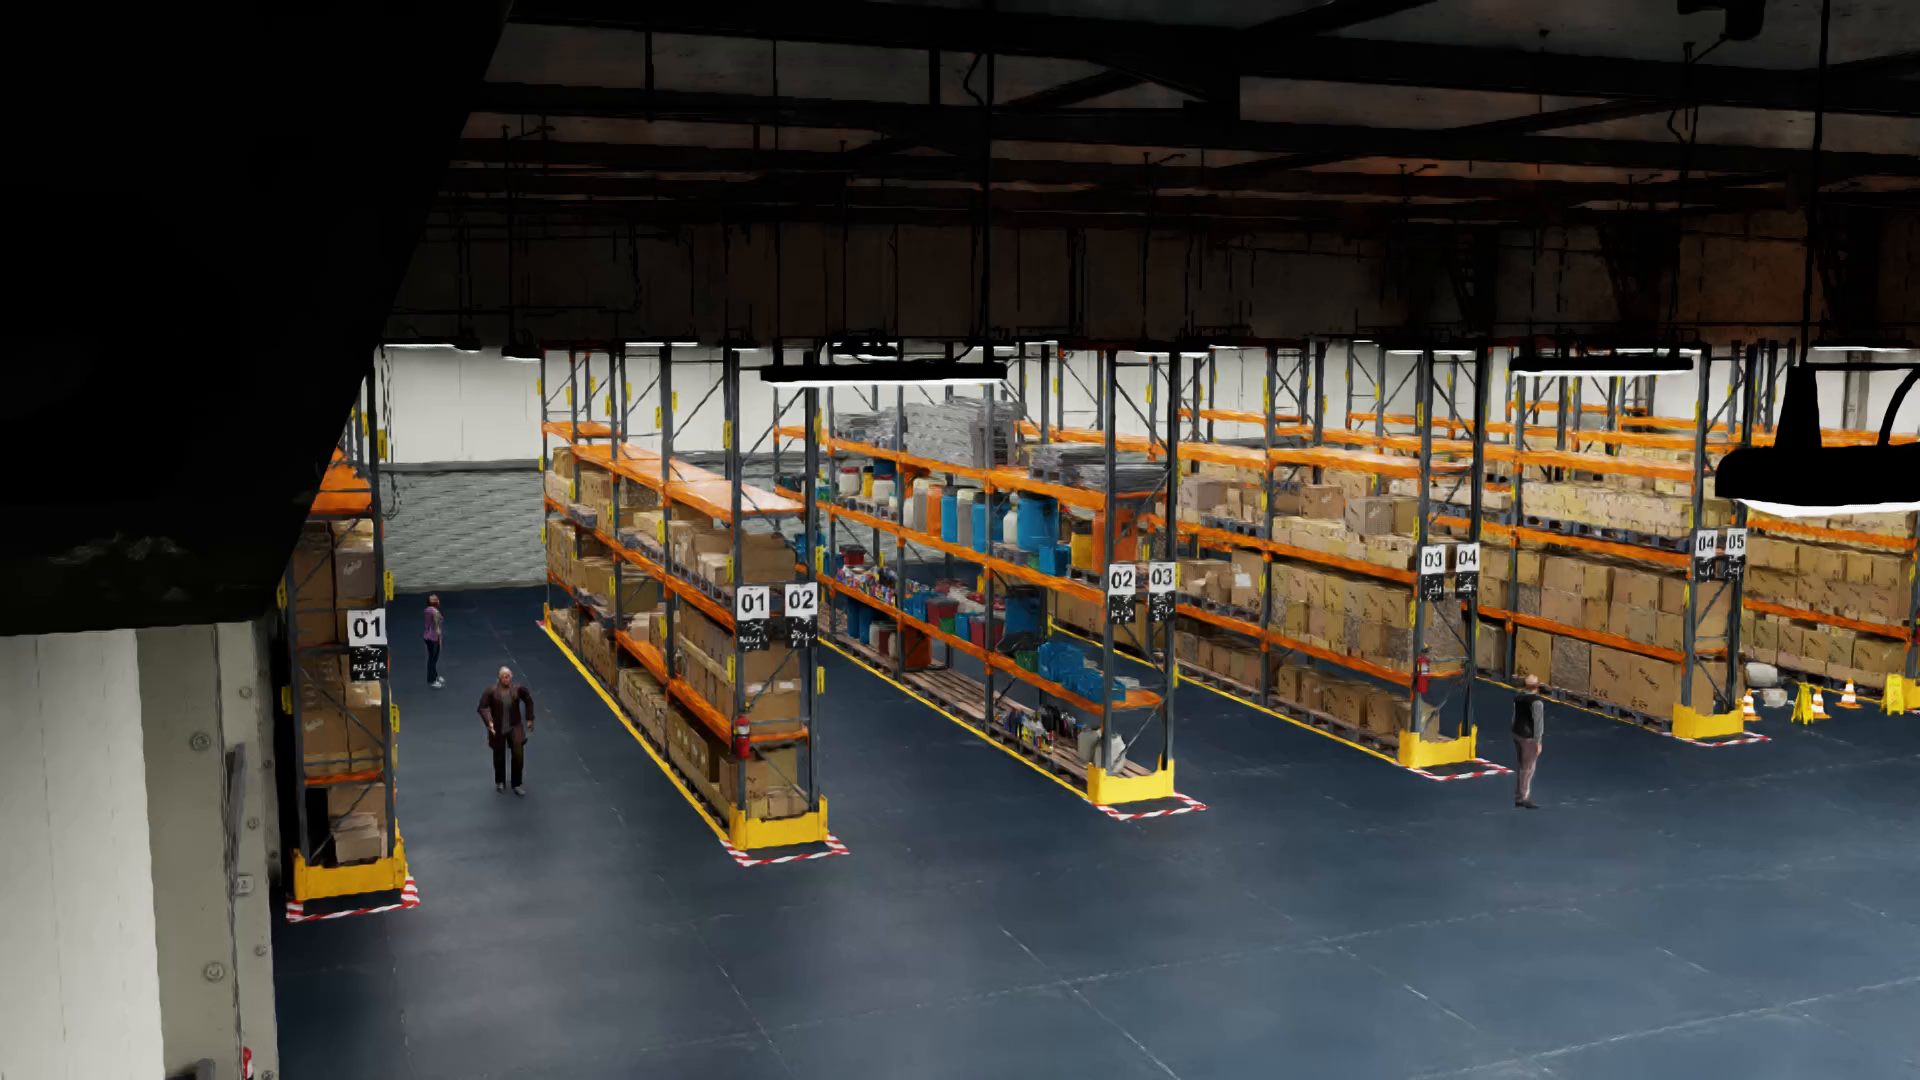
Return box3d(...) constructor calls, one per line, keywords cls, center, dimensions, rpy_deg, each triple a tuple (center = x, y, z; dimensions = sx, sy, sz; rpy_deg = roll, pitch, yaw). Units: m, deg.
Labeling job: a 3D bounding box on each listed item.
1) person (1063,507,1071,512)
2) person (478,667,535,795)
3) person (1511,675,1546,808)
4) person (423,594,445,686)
box3d(cls="person", center=(2.638, 0.013, 42.027), dimensions=(0.677, 1.742, 0.547), rpy_deg=(-3, 8, -23))
box3d(cls="person", center=(-6.124, 2.555, 22.497), dimensions=(0.748, 1.739, 0.741), rpy_deg=(-2, 8, -17))
box3d(cls="person", center=(7.510, 2.630, 21.925), dimensions=(0.494, 1.720, 0.623), rpy_deg=(-2, 8, -15))
box3d(cls="person", center=(-9.201, 1.738, 29.157), dimensions=(0.423, 1.599, 0.497), rpy_deg=(-7, 10, -42))
